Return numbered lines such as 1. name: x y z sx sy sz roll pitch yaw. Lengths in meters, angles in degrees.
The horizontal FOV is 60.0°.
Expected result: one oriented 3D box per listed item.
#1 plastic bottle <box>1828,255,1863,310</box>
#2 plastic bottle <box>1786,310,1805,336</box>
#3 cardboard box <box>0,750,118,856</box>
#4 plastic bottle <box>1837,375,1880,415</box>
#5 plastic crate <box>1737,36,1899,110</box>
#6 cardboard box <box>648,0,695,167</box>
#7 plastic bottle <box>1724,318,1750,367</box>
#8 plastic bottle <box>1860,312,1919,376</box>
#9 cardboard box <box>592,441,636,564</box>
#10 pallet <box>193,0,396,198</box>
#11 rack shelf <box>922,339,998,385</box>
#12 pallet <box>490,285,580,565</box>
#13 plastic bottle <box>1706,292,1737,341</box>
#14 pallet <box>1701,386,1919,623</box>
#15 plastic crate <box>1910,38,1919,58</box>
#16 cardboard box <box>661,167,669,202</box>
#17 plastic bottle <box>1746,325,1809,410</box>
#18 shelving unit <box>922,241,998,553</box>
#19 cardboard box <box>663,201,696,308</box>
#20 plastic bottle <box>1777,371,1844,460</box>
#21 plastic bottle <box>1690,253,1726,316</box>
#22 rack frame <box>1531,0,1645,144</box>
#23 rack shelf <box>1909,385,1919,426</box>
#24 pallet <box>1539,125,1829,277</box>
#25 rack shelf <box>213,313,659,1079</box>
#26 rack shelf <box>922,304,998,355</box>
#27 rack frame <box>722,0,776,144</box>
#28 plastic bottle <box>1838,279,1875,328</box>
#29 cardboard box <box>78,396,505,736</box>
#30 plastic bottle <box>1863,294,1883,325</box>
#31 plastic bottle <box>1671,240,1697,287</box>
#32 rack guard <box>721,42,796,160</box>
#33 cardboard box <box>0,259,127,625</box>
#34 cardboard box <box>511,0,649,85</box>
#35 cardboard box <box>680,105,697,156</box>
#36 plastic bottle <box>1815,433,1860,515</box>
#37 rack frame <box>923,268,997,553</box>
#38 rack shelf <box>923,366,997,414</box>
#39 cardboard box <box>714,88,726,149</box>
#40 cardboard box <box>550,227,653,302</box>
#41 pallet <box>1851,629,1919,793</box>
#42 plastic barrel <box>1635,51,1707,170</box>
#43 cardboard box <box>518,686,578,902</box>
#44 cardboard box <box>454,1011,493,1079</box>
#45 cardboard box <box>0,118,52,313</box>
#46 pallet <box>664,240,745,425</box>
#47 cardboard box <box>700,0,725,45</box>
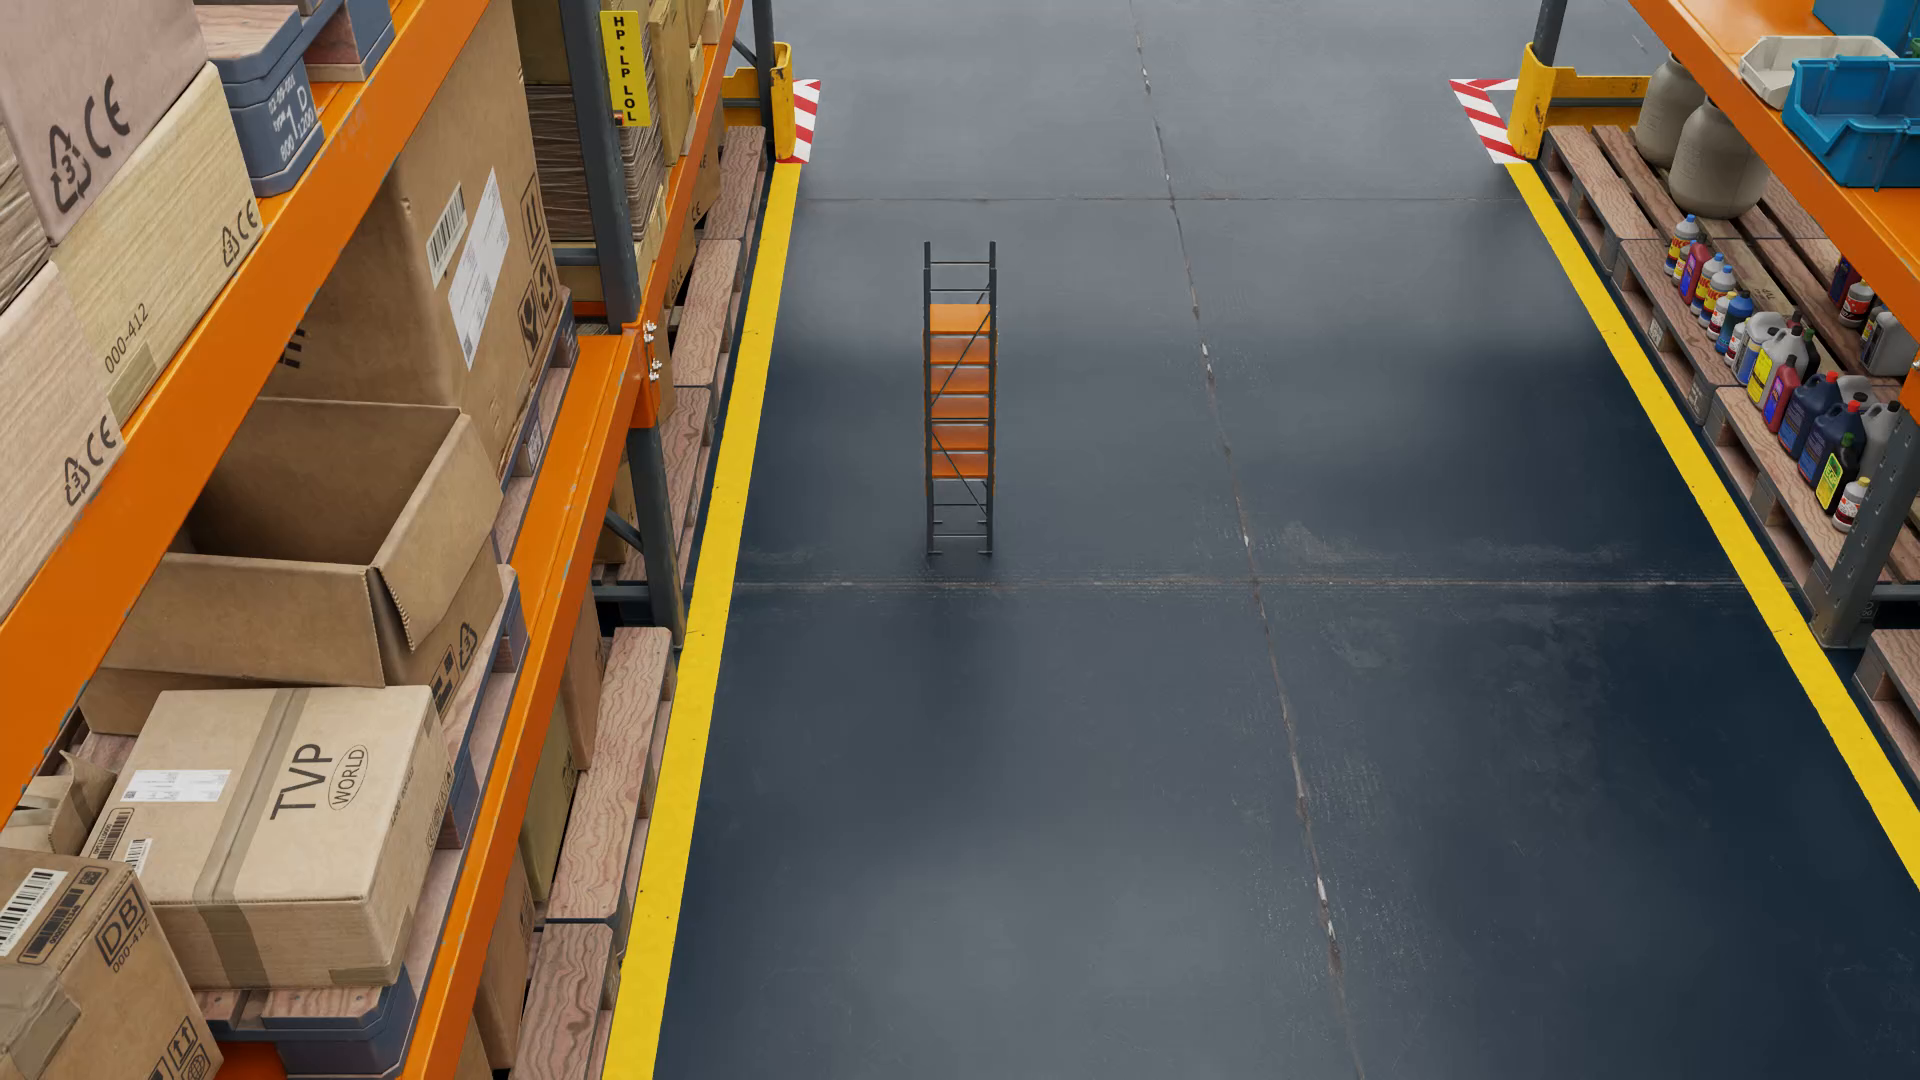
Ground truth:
1. plastic bottle: 3.793 -1.134 7.086 0.061 0.283 0.133 0 39 0
2. plastic bottle: 3.311 -0.765 6.626 0.061 0.283 0.133 0 39 0
3. cardboard box: -1.730 0.524 2.969 0.396 0.266 0.258 -1 39 -1
4. plastic bottle: 3.349 -0.474 6.269 0.152 0.276 0.135 0 39 0
5. plastic crate: 3.235 -1.739 6.232 0.530 0.136 0.437 0 39 0
6. cardboard box: -1.367 -1.572 5.496 0.875 0.500 0.500 0 39 0
7. plastic bottle: 3.177 -0.806 6.744 0.097 0.201 0.097 0 39 0
8. plastic bottle: 3.756 -0.809 6.687 0.152 0.276 0.135 0 39 0
9. cardboard box: -1.423 -0.262 5.841 0.500 0.500 0.500 -1 39 -1
10. pallet: -1.564 -0.886 2.708 1.213 0.211 1.003 0 39 0
11. rack shelf: 0.000 -0.630 5.764 0.258 0.103 0.180 0 39 0
12. pallet: -1.607 -0.270 4.342 1.003 0.211 1.213 0 39 0
13. plastic bottle: 3.177 -0.935 6.904 0.097 0.201 0.097 0 39 0
14. pallet: 3.531 -0.159 6.279 1.003 0.211 1.213 0 39 0
15. plastic crate: 3.771 -1.593 6.009 0.450 0.188 0.662 0 39 0
16. cardboard box: -1.177 -1.172 5.515 0.380 0.149 0.250 0 39 0
17. plastic bottle: 3.201 -0.689 6.478 0.144 0.351 0.185 0 39 0
18. shelving unit: 0.000 -0.477 5.886 0.258 1.200 0.189 0 39 0
19. cardboard box: -1.466 -1.357 7.208 0.500 0.500 0.500 3 39 4
20. plastic bottle: 3.201 -0.487 6.226 0.144 0.351 0.185 -2 39 -2
21. plastic bottle: 3.177 -1.087 7.037 0.097 0.271 0.097 0 39 0
22. rack frame: 3.486 -3.328 8.004 1.000 3.000 0.127 0 39 0
23. rack shelf: 3.493 0.705 3.547 1.077 0.370 4.000 0 39 0
24. pallet: 3.528 -1.684 8.183 1.003 0.211 1.213 0 39 0
25. rack shelf: -1.460 0.708 3.543 1.077 0.370 4.000 0 39 0
26. rack shelf: 0.000 -0.724 5.689 0.258 0.103 0.180 0 39 0
27. rack frame: -1.467 -3.325 8.000 1.000 3.000 0.127 0 39 0
28. plastic bottle: 3.775 -1.004 6.989 0.097 0.201 0.097 0 39 0
29. cardboard box: -1.368 0.057 3.362 0.797 0.503 0.637 4 39 5
30. plastic bottle: 3.899 -1.044 6.981 0.152 0.276 0.135 -1 39 -1
31. plastic bottle: 3.176 -1.209 7.246 0.097 0.201 0.097 0 39 0
32. rack guard: -1.467 -2.302 8.722 1.175 0.500 0.348 0 39 0
33. cardboard box: -1.204 -0.049 1.634 0.500 0.250 0.500 1 39 1
34. cardboard box: -1.209 -1.650 4.793 0.500 0.500 0.500 0 39 0
35. cardboard box: -1.146 -1.485 5.906 0.380 0.149 0.250 0 39 0
36. plastic bottle: 3.160 -0.239 5.970 0.061 0.283 0.133 2 39 2
37. rack frame: 0.000 -0.420 5.815 0.240 1.200 0.006 0 39 0
38. rack shelf: 0.000 -0.536 5.839 0.258 0.103 0.180 0 39 0
39. cardboard box: -1.483 -2.123 8.163 0.500 0.500 0.500 7 39 8
40. cardboard box: -1.162 -0.860 5.125 0.380 0.149 0.250 0 39 0
41. pallet: 3.530 0.752 5.142 1.003 0.211 1.213 0 39 0
42. plastic barrel: 3.563 -2.110 8.138 0.421 0.512 0.421 0 39 0
43. cardboard box: -1.502 0.663 4.671 0.700 0.500 0.500 0 39 0
44. cardboard box: -1.500 1.362 3.799 0.700 0.500 0.500 3 39 4
45. cardboard box: -1.198 -0.338 1.394 0.500 0.500 0.500 0 39 0
46. pallet: -1.503 -0.920 7.229 1.003 0.211 1.213 0 39 0
47. cardboard box: -1.154 -2.111 6.686 0.380 0.149 0.250 0 39 0
